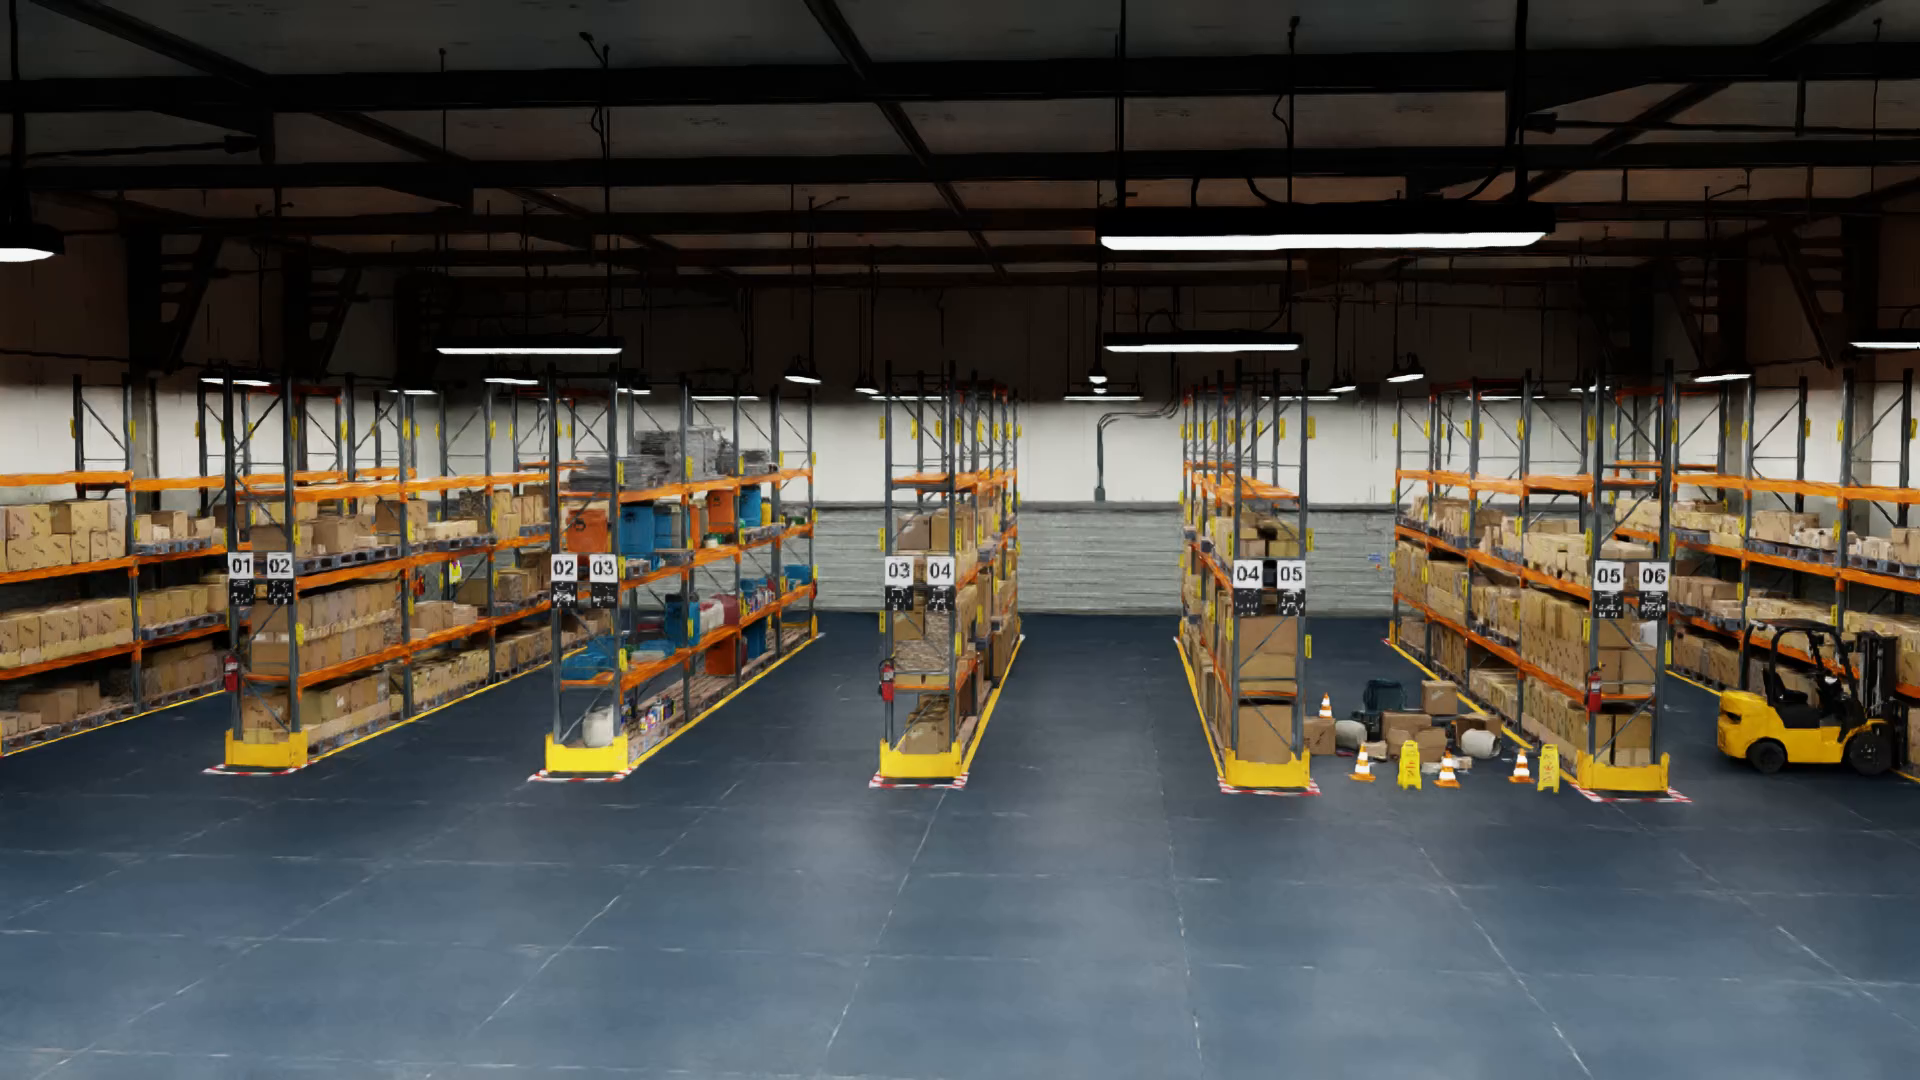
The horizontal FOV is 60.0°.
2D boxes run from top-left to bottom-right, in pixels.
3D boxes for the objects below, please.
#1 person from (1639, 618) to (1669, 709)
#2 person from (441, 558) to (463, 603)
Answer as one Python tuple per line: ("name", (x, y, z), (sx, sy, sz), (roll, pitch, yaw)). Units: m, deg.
("person", (12.538, 2.119, 30.001), (0.520, 1.790, 0.656), (-2, 4, -23))
("person", (-13.890, 1.147, 45.232), (0.726, 1.757, 0.529), (-3, 5, -34))
